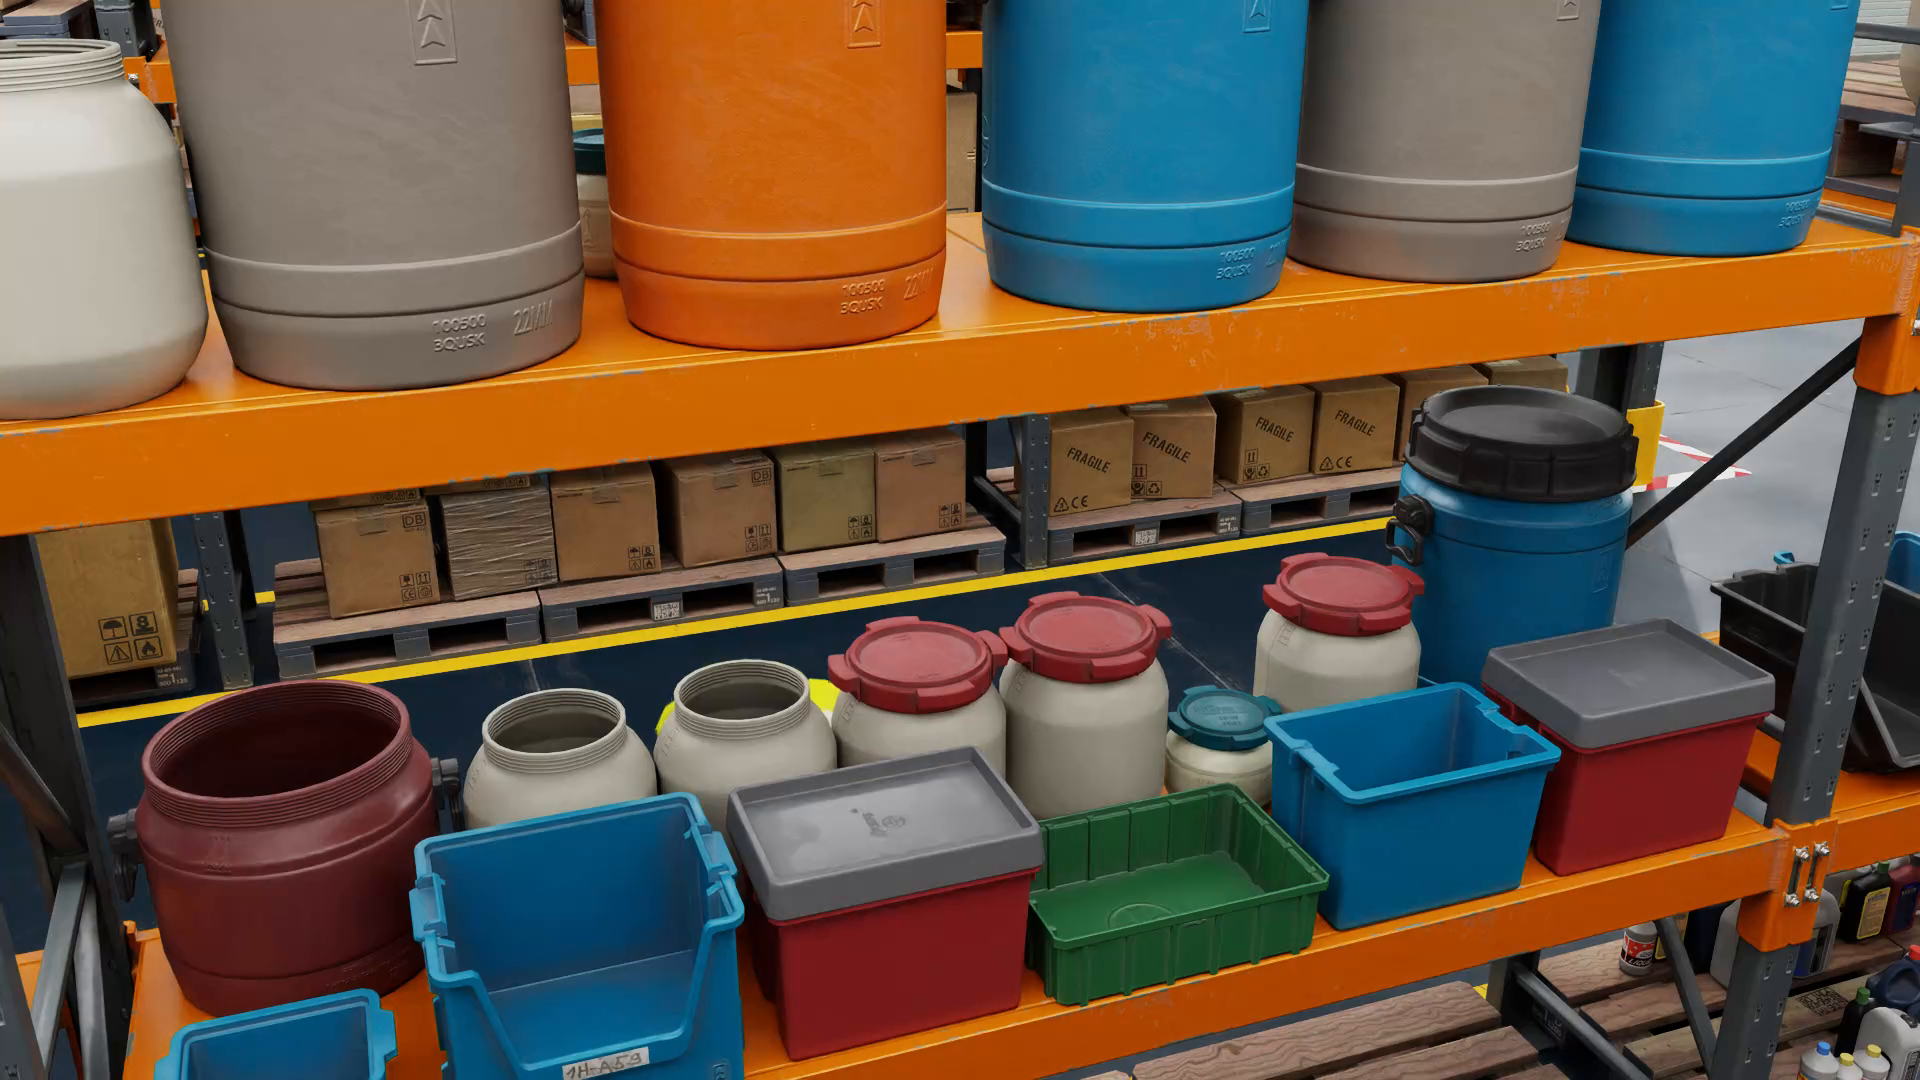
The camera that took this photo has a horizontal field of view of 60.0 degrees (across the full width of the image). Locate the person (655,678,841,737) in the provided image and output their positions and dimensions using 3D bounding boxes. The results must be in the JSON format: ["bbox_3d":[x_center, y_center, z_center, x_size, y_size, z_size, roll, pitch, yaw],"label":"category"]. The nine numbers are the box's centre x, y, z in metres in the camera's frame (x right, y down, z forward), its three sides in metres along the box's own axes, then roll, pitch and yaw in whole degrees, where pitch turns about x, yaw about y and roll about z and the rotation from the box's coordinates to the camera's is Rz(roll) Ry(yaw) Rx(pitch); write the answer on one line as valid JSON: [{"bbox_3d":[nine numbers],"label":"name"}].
[{"bbox_3d":[-0.570,0.924,5.819,0.947,1.007,0.526,-9,24,-21],"label":"person"}]
